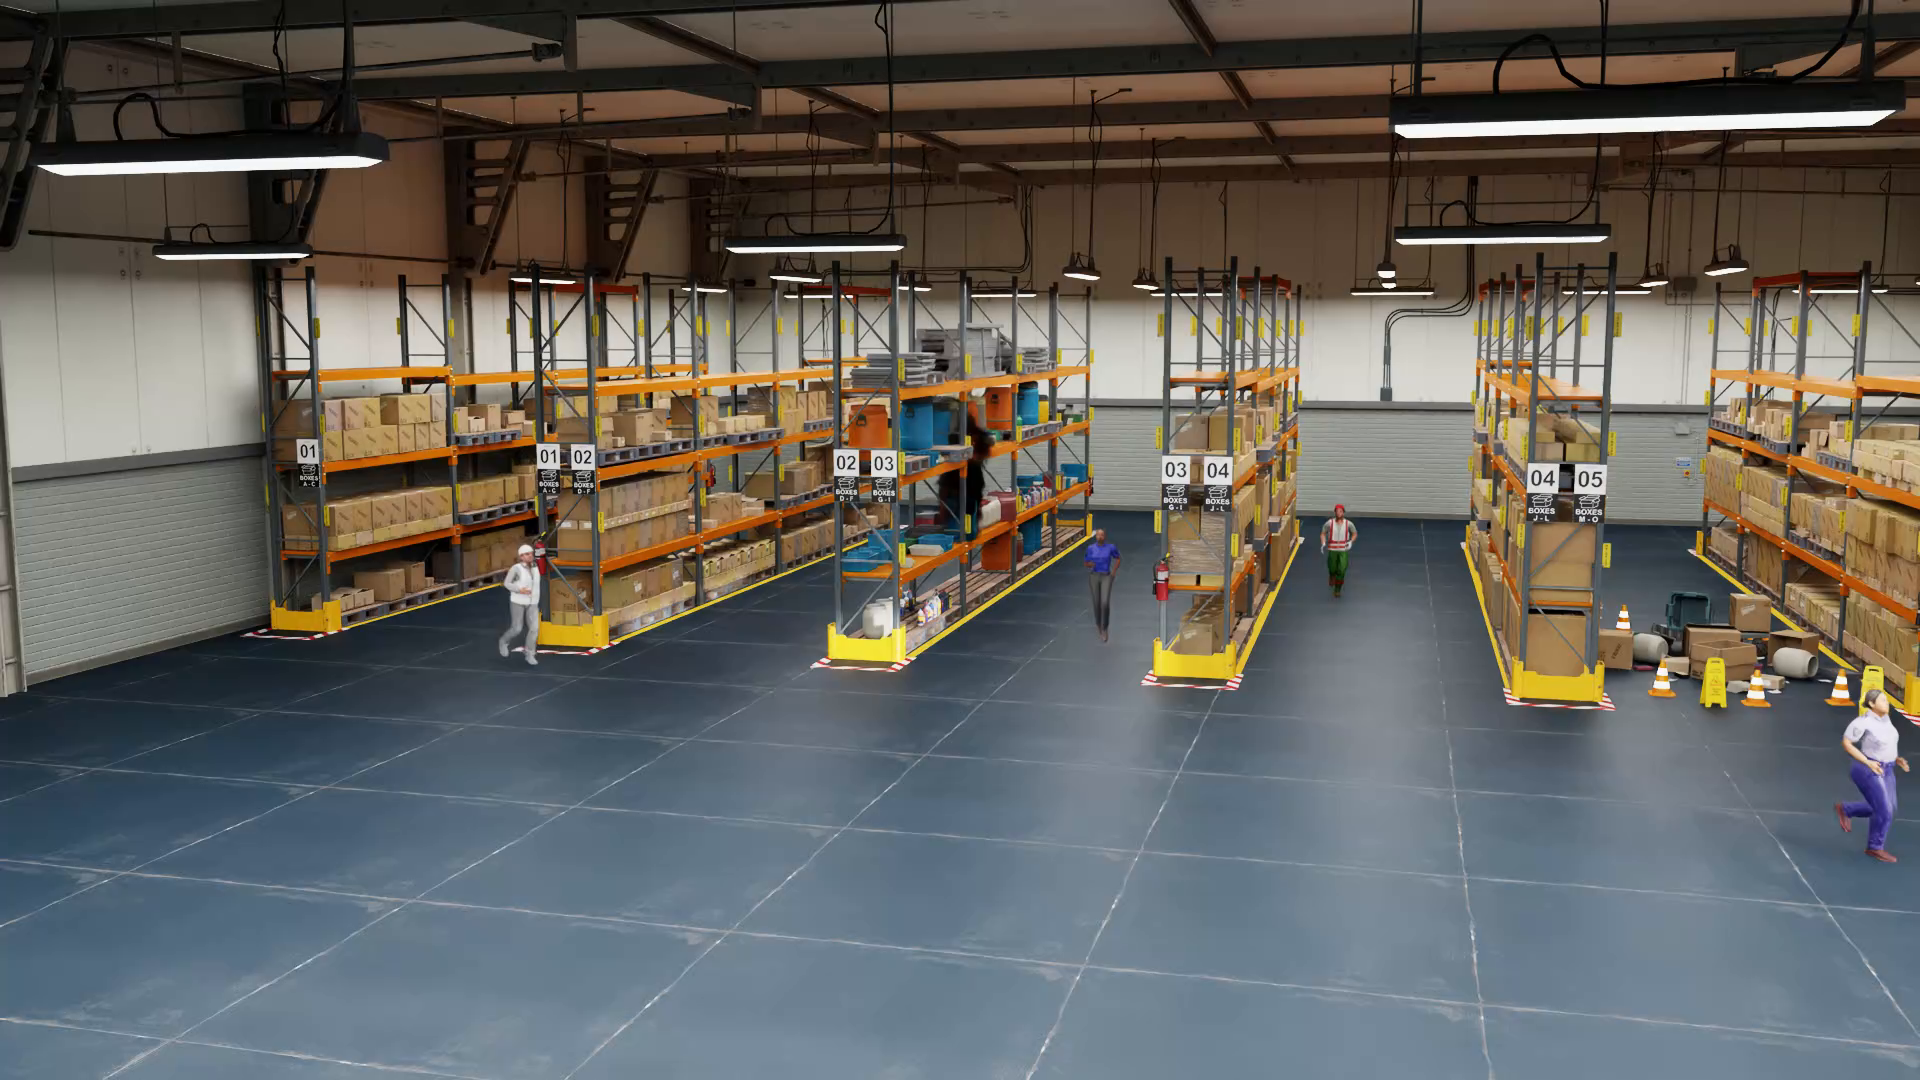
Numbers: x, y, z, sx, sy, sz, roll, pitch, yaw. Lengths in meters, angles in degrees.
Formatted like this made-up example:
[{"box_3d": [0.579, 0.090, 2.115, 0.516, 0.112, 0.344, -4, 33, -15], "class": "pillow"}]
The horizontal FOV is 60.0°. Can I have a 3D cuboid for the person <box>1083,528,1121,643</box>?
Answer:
[{"box_3d": [2.166, 0.691, 25.516, 0.553, 1.757, 0.665, 2, 7, 12], "class": "person"}]

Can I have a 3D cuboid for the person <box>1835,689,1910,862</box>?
[{"box_3d": [8.680, 2.217, 15.883, 0.608, 1.621, 0.648, -5, 9, -33], "class": "person"}]

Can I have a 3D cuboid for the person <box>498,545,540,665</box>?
[{"box_3d": [-6.574, 0.954, 25.095, 0.882, 1.778, 0.678, 7, 10, 43], "class": "person"}]

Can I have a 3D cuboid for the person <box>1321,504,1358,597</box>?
[{"box_3d": [7.120, 0.190, 31.252, 0.673, 1.732, 0.591, 2, 7, 12], "class": "person"}]
